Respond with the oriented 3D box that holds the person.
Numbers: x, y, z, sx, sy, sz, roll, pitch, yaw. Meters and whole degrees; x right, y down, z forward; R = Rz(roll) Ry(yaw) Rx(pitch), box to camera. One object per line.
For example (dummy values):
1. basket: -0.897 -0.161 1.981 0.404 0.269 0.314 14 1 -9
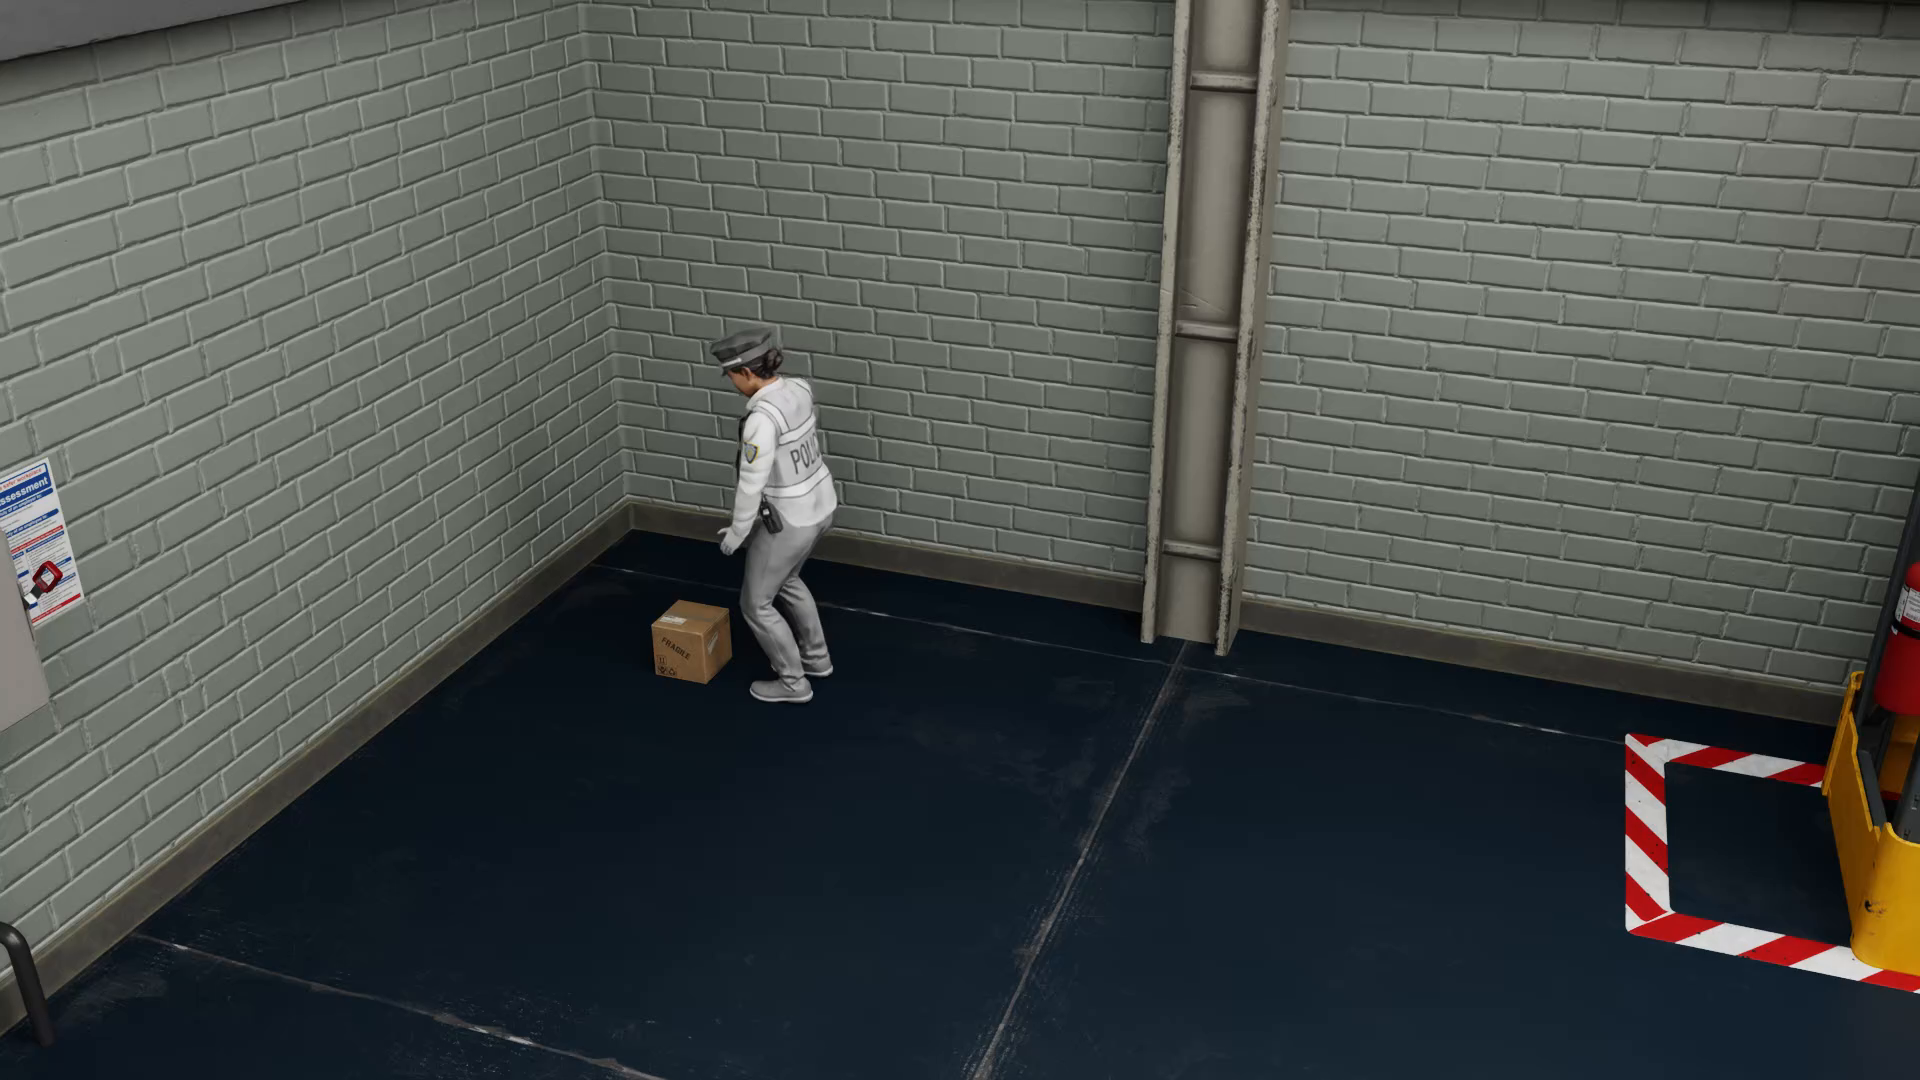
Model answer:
1. person: -0.760 -0.085 6.856 0.465 1.616 0.504 10 27 19
